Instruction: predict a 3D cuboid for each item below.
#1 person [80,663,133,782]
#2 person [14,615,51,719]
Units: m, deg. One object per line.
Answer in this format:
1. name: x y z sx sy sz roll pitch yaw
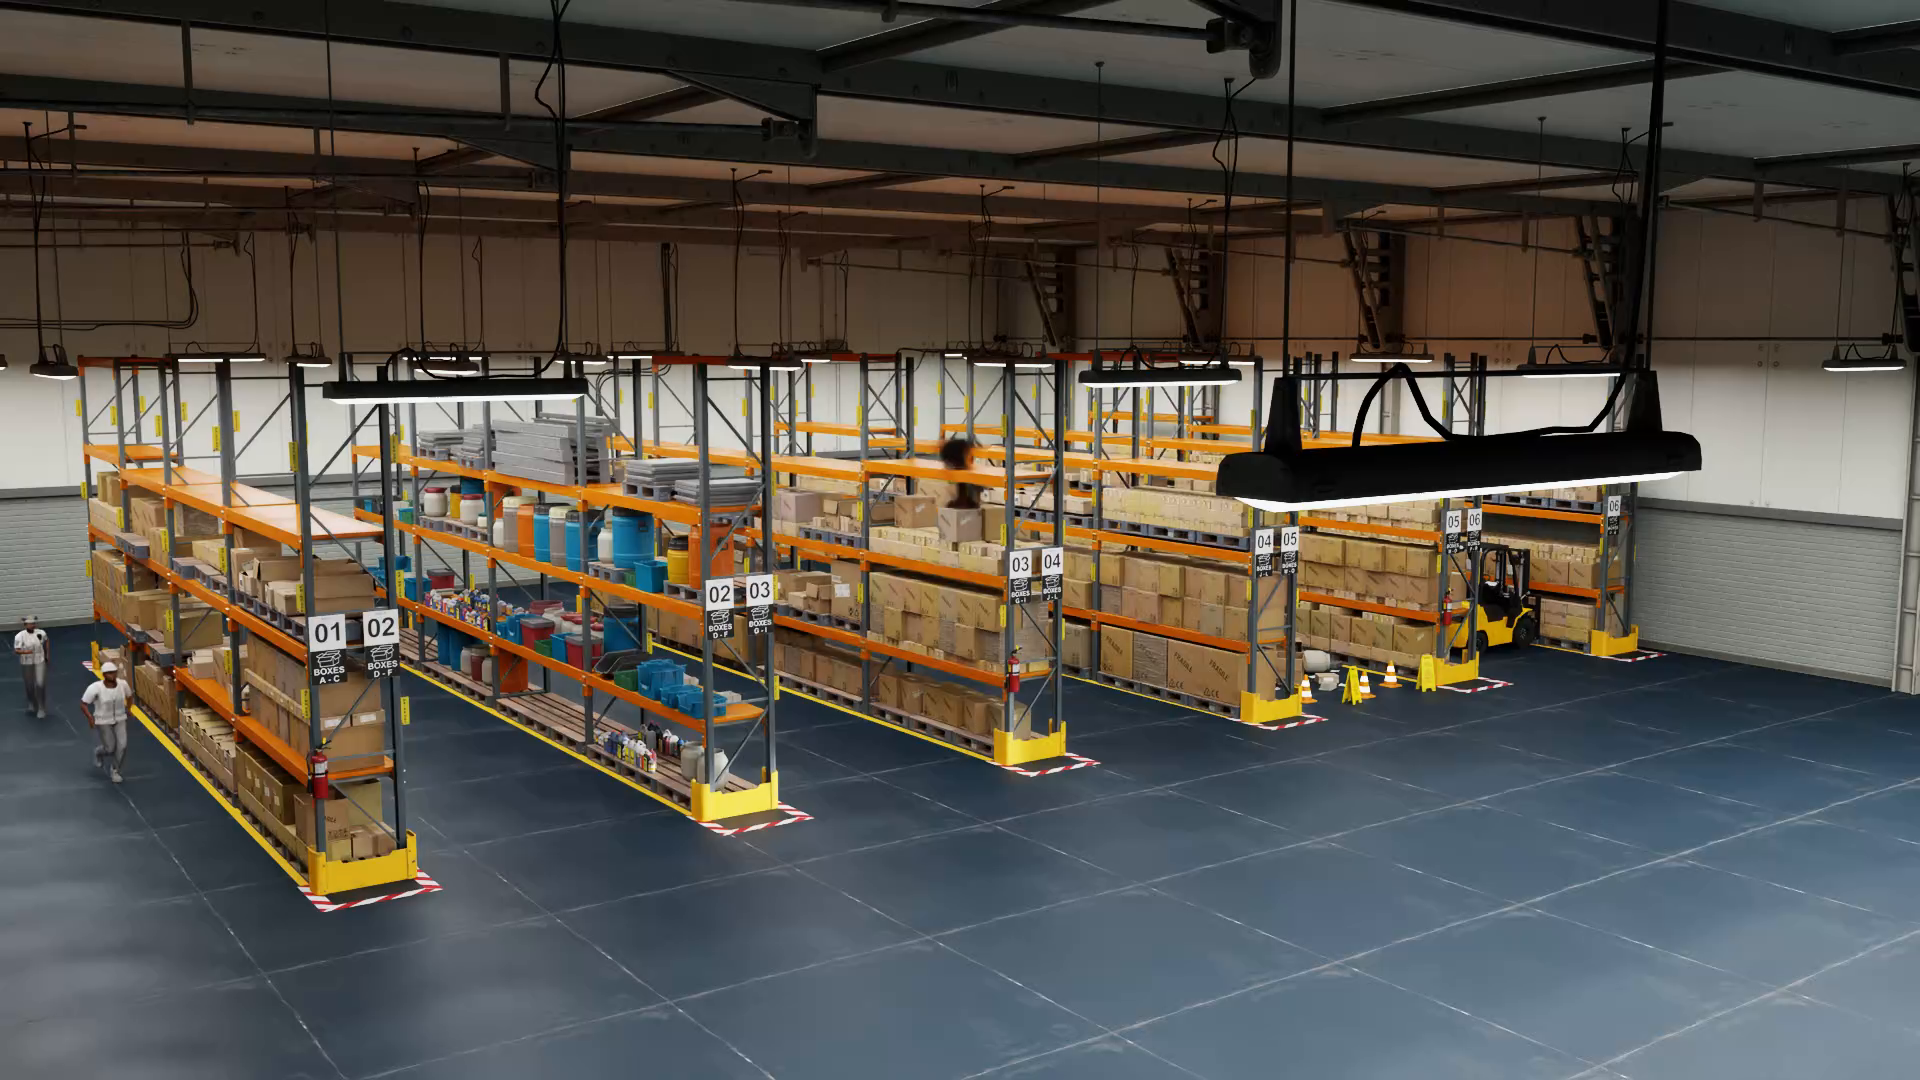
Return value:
1. person: -12.254 2.597 23.943 0.643 1.719 0.714 6 9 42
2. person: -15.580 2.110 27.952 0.526 1.749 0.848 -4 8 -29
